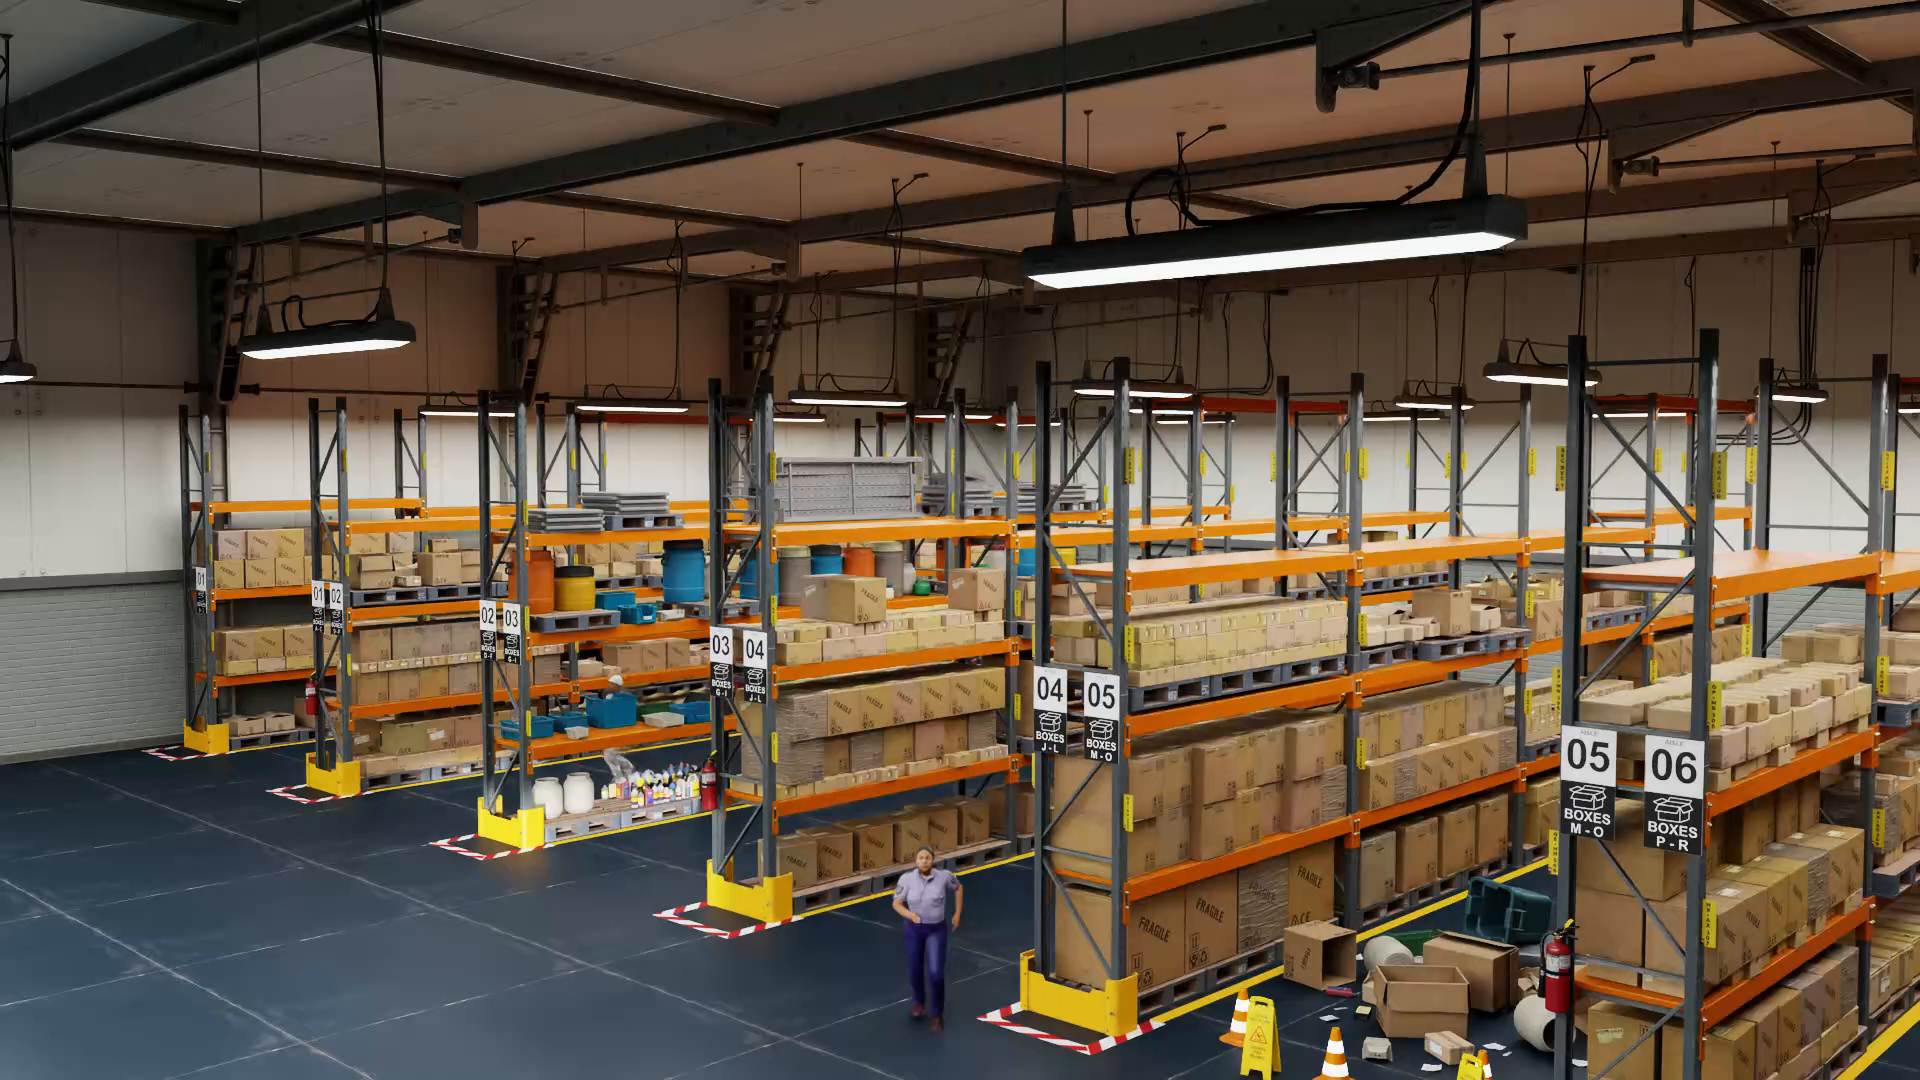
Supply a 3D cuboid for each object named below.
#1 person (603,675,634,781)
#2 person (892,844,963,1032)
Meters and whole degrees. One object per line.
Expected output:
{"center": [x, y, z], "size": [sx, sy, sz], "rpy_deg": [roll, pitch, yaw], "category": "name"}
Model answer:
{"center": [-5.287, 2.950, 25.593], "size": [0.684, 1.742, 0.543], "rpy_deg": [3, 4, 43], "category": "person"}
{"center": [-0.293, 3.582, 14.940], "size": [0.622, 1.719, 0.722], "rpy_deg": [0, 3, 2], "category": "person"}
